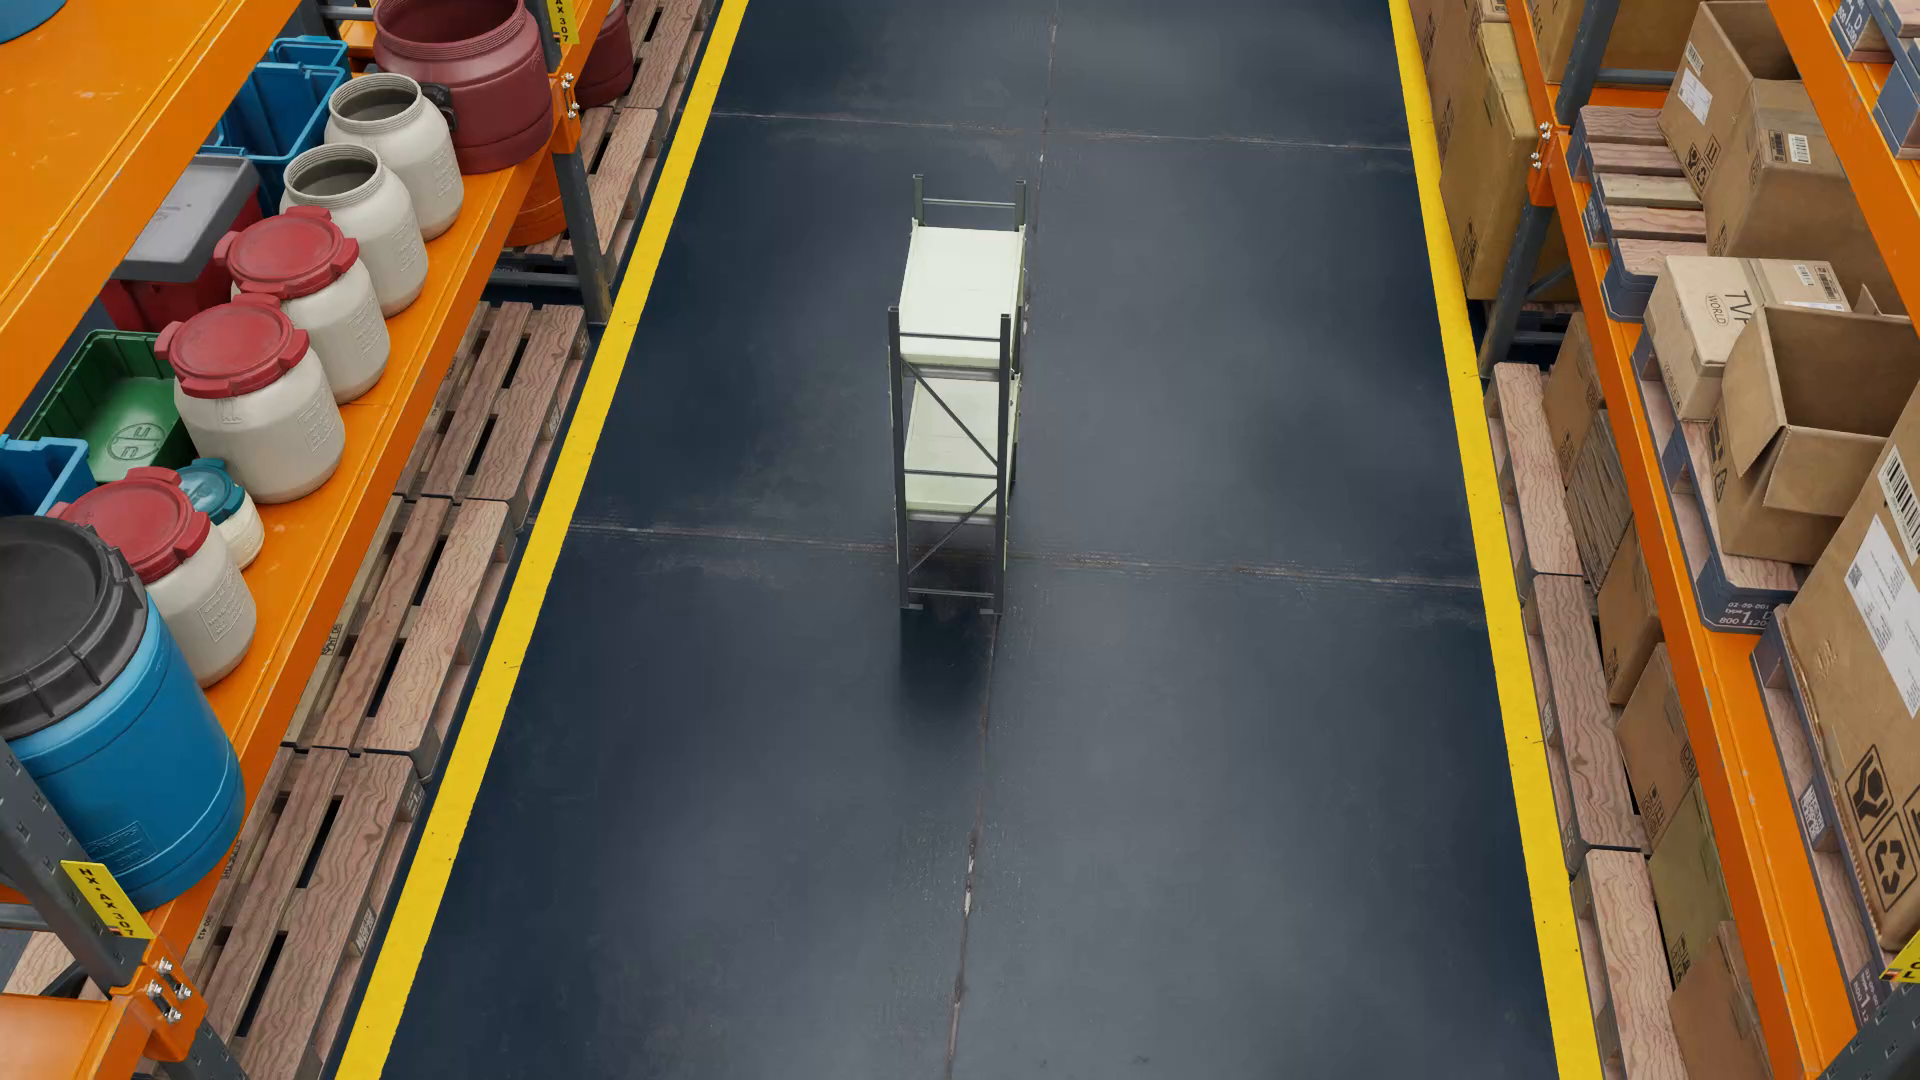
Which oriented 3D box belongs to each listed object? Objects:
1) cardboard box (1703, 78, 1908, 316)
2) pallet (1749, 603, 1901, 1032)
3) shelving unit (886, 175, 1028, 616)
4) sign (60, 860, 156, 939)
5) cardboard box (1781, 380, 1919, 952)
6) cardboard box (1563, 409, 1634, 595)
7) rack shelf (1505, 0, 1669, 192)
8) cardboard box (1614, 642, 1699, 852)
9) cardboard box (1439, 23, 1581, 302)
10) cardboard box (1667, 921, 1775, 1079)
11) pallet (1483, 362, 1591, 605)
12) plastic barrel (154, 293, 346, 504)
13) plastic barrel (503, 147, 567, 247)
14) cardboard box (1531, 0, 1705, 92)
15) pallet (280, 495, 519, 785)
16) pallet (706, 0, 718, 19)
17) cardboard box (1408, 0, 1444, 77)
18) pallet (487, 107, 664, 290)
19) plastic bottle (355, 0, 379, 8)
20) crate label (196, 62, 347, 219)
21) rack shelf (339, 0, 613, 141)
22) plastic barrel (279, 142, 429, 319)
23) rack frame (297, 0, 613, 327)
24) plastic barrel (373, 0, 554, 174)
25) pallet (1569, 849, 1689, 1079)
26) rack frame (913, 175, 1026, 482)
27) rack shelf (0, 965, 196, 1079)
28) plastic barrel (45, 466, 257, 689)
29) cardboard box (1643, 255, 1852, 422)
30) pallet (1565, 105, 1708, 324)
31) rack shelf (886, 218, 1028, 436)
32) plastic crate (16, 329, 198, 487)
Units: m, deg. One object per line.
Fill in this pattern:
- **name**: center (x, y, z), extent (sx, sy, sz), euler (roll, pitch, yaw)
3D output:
- **cardboard box**: center (2.856, -1.096, 5.368), extent (0.700, 0.500, 0.500), euler (10, 48, 9)
- **pallet**: center (2.666, 0.715, 4.193), extent (1.003, 0.211, 1.213), euler (4, 48, 4)
- **shelving unit**: center (-0.001, -0.501, 6.192), extent (0.431, 1.500, 0.755), euler (4, 48, 4)
- **sign**: center (-1.934, 0.821, 3.779), extent (0.100, 0.325, 0.005), euler (4, 48, 4)
- **cardboard box**: center (2.664, 0.283, 3.767), extent (1.000, 1.000, 1.000), euler (4, 48, 4)
- **cardboard box**: center (2.737, -0.140, 6.241), extent (0.700, 0.500, 0.500), euler (0, 48, 0)
- **rack shelf**: center (2.999, -2.964, 7.916), extent (1.077, 0.370, 4.000), euler (4, 48, 4)
- **cardboard box**: center (2.642, 0.687, 5.485), extent (0.700, 0.500, 0.500), euler (0, 48, 0)
- **cardboard box**: center (2.900, -1.668, 7.398), extent (1.225, 0.875, 0.875), euler (2, 48, 2)
- **cardboard box**: center (2.529, 1.447, 4.789), extent (0.700, 0.500, 0.500), euler (1, 48, 1)
- **pallet**: center (2.744, -0.222, 6.810), extent (1.003, 0.211, 1.213), euler (4, 48, 4)
- **plastic barrel**: center (-2.108, -0.404, 4.995), extent (0.433, 0.535, 0.433), euler (0, 48, 0)
- **plastic barrel**: center (-2.088, -1.840, 7.587), extent (0.600, 0.830, 0.708), euler (4, 48, 4)
- **cardboard box**: center (2.615, -2.150, 6.616), extent (0.500, 0.500, 0.500), euler (5, 48, 5)
- **pallet**: center (-2.339, 0.331, 6.304), extent (1.003, 0.211, 1.213), euler (4, 48, 4)
- **pallet**: center (-1.863, -3.505, 9.812), extent (1.003, 0.211, 1.213), euler (4, 48, 4)
- **cardboard box**: center (3.062, -2.973, 8.592), extent (1.225, 0.875, 0.875), euler (2, 48, 2)
- **pallet**: center (-2.086, -1.712, 8.172), extent (1.003, 0.211, 1.213), euler (4, 48, 4)
- **plastic bottle**: center (-2.504, -2.357, 6.952), extent (0.061, 0.283, 0.133), euler (4, 48, 4)
- **crate label**: center (-2.476, -1.371, 5.947), extent (0.502, 0.435, 0.616), euler (4, 48, 4)
- **rack shelf**: center (-1.934, -3.297, 8.221), extent (1.077, 0.370, 4.000), euler (4, 48, 4)
- **plastic barrel**: center (-2.035, -1.028, 5.582), extent (0.421, 0.512, 0.421), euler (0, 48, 0)
- **rack frame**: center (-2.116, -2.070, 6.611), extent (1.000, 3.000, 0.127), euler (4, 48, 4)
- **plastic barrel**: center (-1.857, -1.755, 6.230), extent (0.600, 0.536, 0.708), euler (4, 48, 4)
- **pallet**: center (2.521, 1.571, 5.170), extent (1.003, 0.211, 1.213), euler (4, 48, 4)
- **rack frame**: center (0.033, -0.770, 6.438), extent (0.400, 1.500, 0.023), euler (4, 48, 4)
- **rack shelf**: center (-2.663, 2.581, 2.844), extent (1.077, 0.370, 4.000), euler (4, 48, 4)
- **plastic barrel**: center (-2.175, 0.135, 4.502), extent (0.433, 0.535, 0.433), euler (0, 48, 0)
- **cardboard box**: center (2.435, -0.612, 5.094), extent (0.500, 0.250, 0.500), euler (3, 48, 2)
- **pallet**: center (2.858, -1.142, 5.892), extent (1.213, 0.211, 1.003), euler (4, 48, 4)
- **rack shelf**: center (-0.001, -0.765, 5.904), extent (0.431, 0.370, 0.720), euler (4, 48, 4)
- **plastic crate**: center (-2.603, -0.358, 5.189), extent (0.450, 0.188, 0.662), euler (4, 48, 4)
